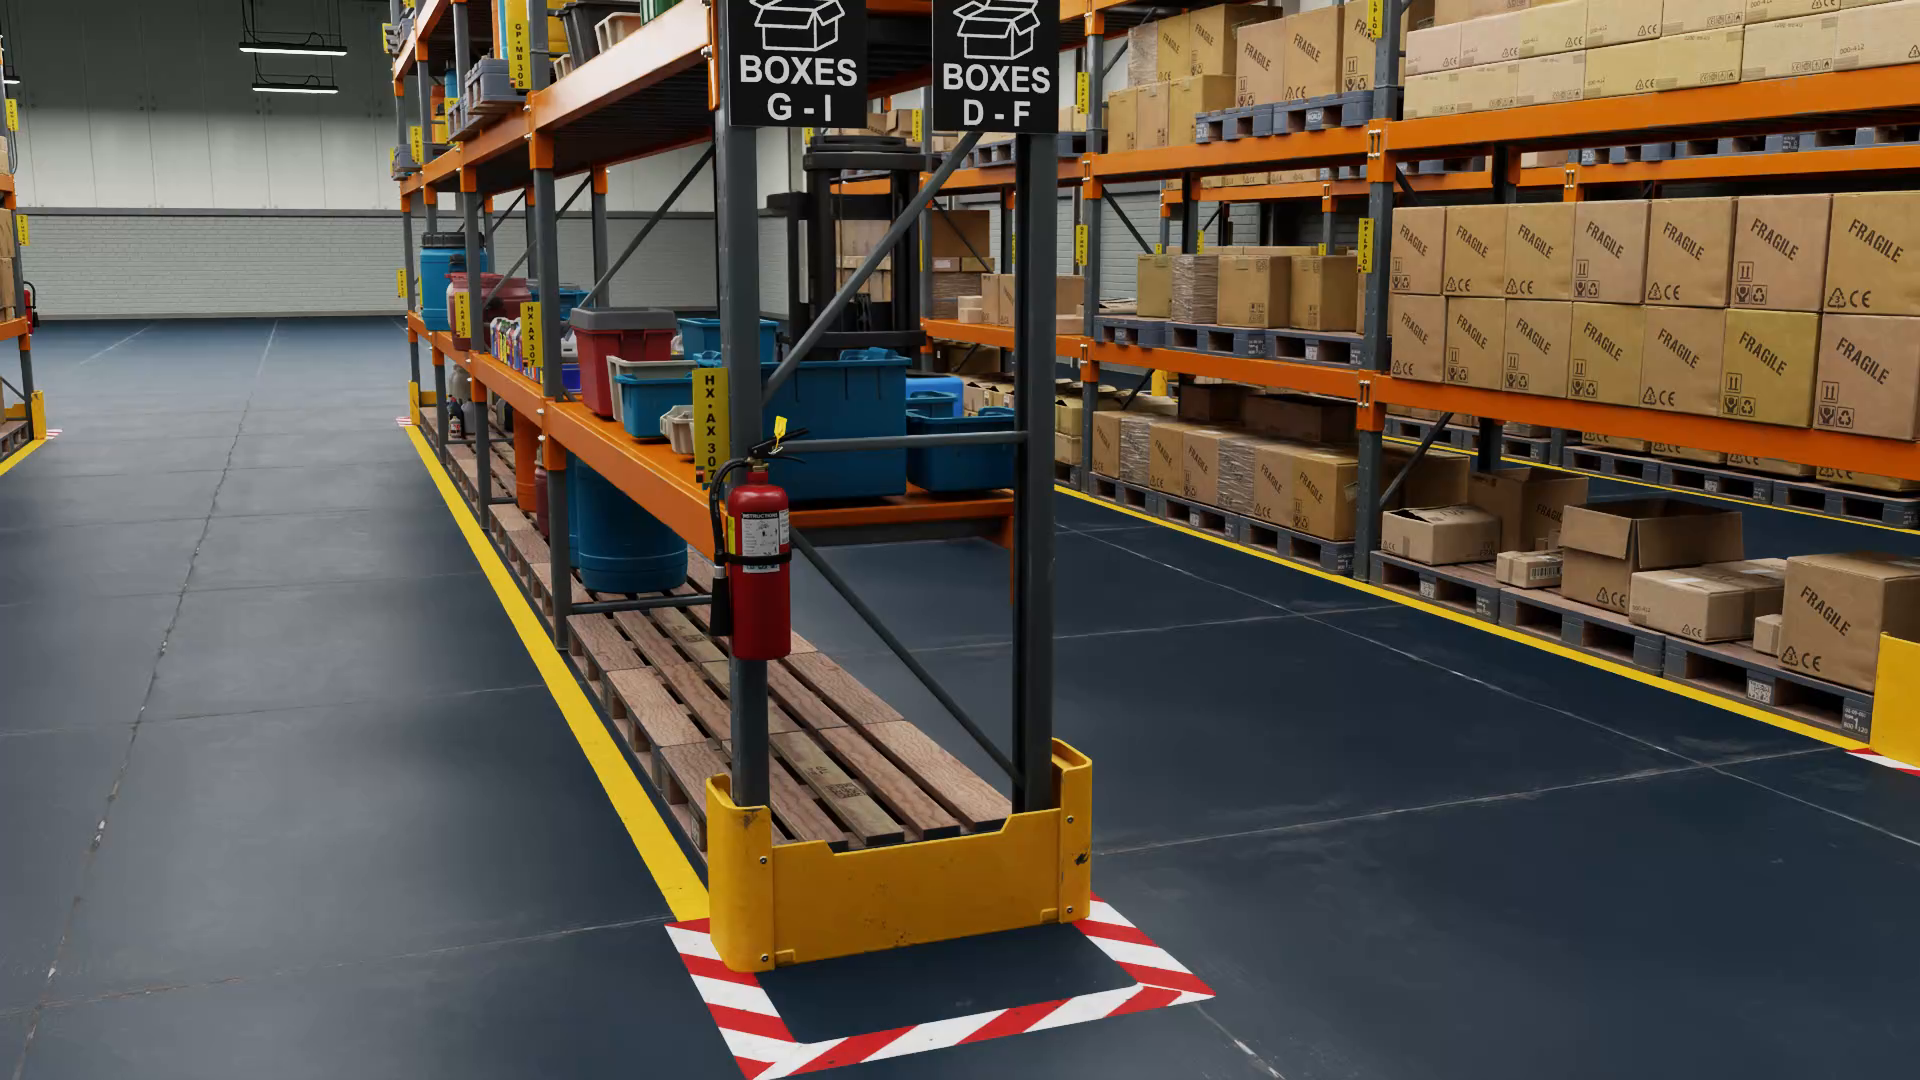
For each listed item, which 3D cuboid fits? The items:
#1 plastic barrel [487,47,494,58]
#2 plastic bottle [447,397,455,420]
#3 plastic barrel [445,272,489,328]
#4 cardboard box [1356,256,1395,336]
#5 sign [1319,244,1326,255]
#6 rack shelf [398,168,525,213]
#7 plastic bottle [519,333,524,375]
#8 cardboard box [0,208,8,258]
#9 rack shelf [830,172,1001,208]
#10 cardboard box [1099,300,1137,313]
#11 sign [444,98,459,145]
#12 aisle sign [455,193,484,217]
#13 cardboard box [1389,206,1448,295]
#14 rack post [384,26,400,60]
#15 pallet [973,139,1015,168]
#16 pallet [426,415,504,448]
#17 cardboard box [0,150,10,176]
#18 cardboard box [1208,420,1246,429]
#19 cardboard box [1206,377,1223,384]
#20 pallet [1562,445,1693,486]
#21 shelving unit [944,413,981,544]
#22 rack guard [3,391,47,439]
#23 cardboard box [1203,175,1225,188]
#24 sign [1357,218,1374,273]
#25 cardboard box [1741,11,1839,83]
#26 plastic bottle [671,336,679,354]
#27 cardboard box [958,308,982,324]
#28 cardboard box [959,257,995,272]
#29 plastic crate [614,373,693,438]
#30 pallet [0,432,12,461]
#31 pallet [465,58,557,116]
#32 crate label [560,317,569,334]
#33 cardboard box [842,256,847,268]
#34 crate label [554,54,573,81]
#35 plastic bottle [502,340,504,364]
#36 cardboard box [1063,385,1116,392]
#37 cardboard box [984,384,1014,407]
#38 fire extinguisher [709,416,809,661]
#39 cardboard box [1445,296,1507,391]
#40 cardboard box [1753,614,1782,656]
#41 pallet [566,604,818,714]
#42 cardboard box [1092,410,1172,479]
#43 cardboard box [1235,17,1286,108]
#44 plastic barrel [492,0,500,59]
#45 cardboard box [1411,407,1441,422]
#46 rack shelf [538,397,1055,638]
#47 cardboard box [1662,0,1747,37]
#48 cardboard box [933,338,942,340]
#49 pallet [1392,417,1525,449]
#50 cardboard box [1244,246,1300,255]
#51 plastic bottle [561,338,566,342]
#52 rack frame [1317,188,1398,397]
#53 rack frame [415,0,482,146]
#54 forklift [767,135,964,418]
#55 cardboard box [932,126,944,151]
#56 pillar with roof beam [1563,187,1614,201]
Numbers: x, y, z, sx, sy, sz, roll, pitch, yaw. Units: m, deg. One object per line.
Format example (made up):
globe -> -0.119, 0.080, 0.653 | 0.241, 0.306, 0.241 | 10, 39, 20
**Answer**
plastic barrel -> -3.685, -3.681, 14.052 | 0.600, 0.901, 0.708 | -4, 11, -21
plastic bottle -> -5.117, -1.271, 16.806 | 0.144, 0.351, 0.185 | -4, 11, -24
plastic barrel -> -4.403, -2.137, 14.980 | 0.433, 0.535, 0.433 | 0, 10, 0
cardboard box -> 3.008, -1.596, 10.840 | 0.700, 0.500, 0.500 | -9, 13, -40
sign -> 4.185, -3.259, 19.207 | 0.100, 0.325, 0.005 | -4, 11, -21
rack shelf -> -5.271, -3.689, 17.584 | 1.077, 0.370, 4.000 | -4, 11, -21
plastic bottle -> -2.665, -1.157, 10.194 | 0.061, 0.283, 0.133 | -4, 11, -21
cardboard box -> -9.995, -3.111, 16.856 | 0.500, 0.500, 0.500 | -4, 11, -21
rack shelf -> -0.652, -4.003, 19.348 | 1.077, 0.370, 4.000 | -4, 11, -21
cardboard box -> 1.431, -1.919, 14.399 | 0.500, 0.311, 0.500 | -3, 11, -17
sign -> -3.606, -2.976, 11.822 | 0.100, 0.325, 0.005 | -4, 11, -21
aisle sign -> -5.744, -4.203, 19.563 | 0.394, 0.787, 0.004 | -4, 11, -21
cardboard box -> 2.880, -1.695, 9.742 | 0.500, 0.500, 0.500 | -4, 11, -19
rack post -> -5.840, -5.469, 18.398 | 0.937, 0.300, 0.954 | -3, 10, -15
pallet -> 0.785, -3.572, 15.411 | 1.003, 0.211, 1.213 | -3, 11, -18
pallet -> -5.196, -1.179, 17.945 | 1.003, 0.211, 1.213 | -4, 11, -21
cardboard box -> -10.200, -3.919, 17.250 | 0.500, 0.250, 0.500 | -4, 11, -20
cardboard box -> 2.267, -0.665, 12.973 | 0.500, 0.500, 0.500 | -4, 11, -23
cardboard box -> 3.612, -2.203, 22.160 | 0.500, 0.311, 0.500 | -3, 11, -16
pallet -> 6.353, -0.710, 15.306 | 1.003, 0.211, 1.213 | -4, 11, -21
shelving unit -> 0.003, -0.442, 11.834 | 0.258, 0.900, 0.210 | -4, 11, -21
rack guard -> -10.584, -1.336, 18.001 | 1.175, 0.500, 0.348 | -4, 11, -21
cardboard box -> 3.480, -4.813, 21.504 | 0.500, 0.500, 0.500 | -3, 11, -18
sign -> 2.455, -1.782, 10.068 | 0.100, 0.325, 0.005 | -4, 11, -21
cardboard box -> 3.818, -2.148, 7.291 | 0.500, 0.250, 0.500 | -4, 11, -21
plastic bottle -> -1.592, -1.033, 9.515 | 0.152, 0.276, 0.135 | -4, 11, -21
cardboard box -> 0.203, -2.273, 16.848 | 0.380, 0.149, 0.250 | -4, 11, -21
cardboard box -> 0.155, -2.979, 17.962 | 0.380, 0.149, 0.250 | -4, 11, -21
plastic crate -> -1.180, -0.547, 6.739 | 0.416, 0.233, 0.300 | -4, 11, -21
pallet -> -9.884, -0.860, 16.150 | 1.003, 0.211, 1.213 | -4, 11, -21
pallet -> -2.022, -2.440, 9.046 | 1.213, 0.211, 1.003 | -4, 11, -21
crate label -> -2.900, -1.597, 12.813 | 0.303, 0.233, 0.416 | -4, 11, -21
cardboard box -> -1.248, -3.414, 20.410 | 0.380, 0.149, 0.250 | -4, 11, -21
crate label -> -1.739, -2.183, 7.816 | 0.293, 0.136, 0.466 | -4, 11, -21
plastic bottle -> -3.008, -1.280, 11.120 | 0.097, 0.201, 0.097 | 0, 10, 0
cardboard box -> 1.225, -1.303, 15.730 | 0.500, 0.311, 0.500 | -4, 11, -22
cardboard box -> 0.548, -1.349, 15.989 | 0.500, 0.311, 0.500 | -4, 11, -19
fire extinguisher -> -0.566, -0.006, 4.676 | 0.296, 0.674, 0.183 | -4, 11, -21
cardboard box -> 3.091, -1.113, 9.329 | 0.500, 0.500, 0.500 | -4, 11, -20
cardboard box -> 3.931, 0.438, 7.725 | 0.380, 0.166, 0.250 | -4, 11, -21
pallet -> -1.344, 0.556, 8.191 | 1.003, 0.211, 1.213 | -4, 11, -21
cardboard box -> 1.420, -0.794, 13.702 | 0.500, 0.500, 0.500 | -3, 11, -18
cardboard box -> 2.372, -3.334, 11.766 | 0.600, 0.600, 0.600 | -4, 11, -23
plastic barrel -> -2.893, -3.389, 11.419 | 0.600, 0.830, 0.708 | -4, 11, -21
cardboard box -> 5.351, -1.569, 18.055 | 0.700, 0.500, 0.500 | -4, 11, -20
rack shelf -> -0.922, -0.254, 6.835 | 1.077, 0.370, 4.000 | -4, 11, -21
cardboard box -> 3.638, -2.475, 7.707 | 0.500, 0.250, 0.500 | -4, 11, -21
cardboard box -> -0.529, -2.198, 20.223 | 0.500, 0.500, 0.500 | -4, 11, -21
pallet -> 5.417, -1.169, 17.892 | 1.003, 0.211, 1.213 | -4, 11, -21
cardboard box -> 3.870, -3.396, 20.674 | 0.500, 0.500, 0.500 | -4, 11, -23
plastic bottle -> -2.223, -0.977, 9.200 | 0.152, 0.276, 0.135 | -4, 11, -21
rack frame -> 4.688, -2.869, 19.483 | 1.000, 3.000, 0.127 | -4, 11, -21
rack frame -> -4.546, -5.194, 15.423 | 1.000, 3.000, 0.127 | -4, 11, -21
forklift -> -0.966, -1.850, 13.953 | 1.130, 2.935, 3.031 | -4, 11, -21
cardboard box -> -0.060, -4.450, 18.460 | 0.500, 0.311, 0.500 | -5, 11, -24
pillar with roof beam -> 2.460, -5.163, 15.253 | 9.100, 9.000, 0.400 | -4, 11, -21
